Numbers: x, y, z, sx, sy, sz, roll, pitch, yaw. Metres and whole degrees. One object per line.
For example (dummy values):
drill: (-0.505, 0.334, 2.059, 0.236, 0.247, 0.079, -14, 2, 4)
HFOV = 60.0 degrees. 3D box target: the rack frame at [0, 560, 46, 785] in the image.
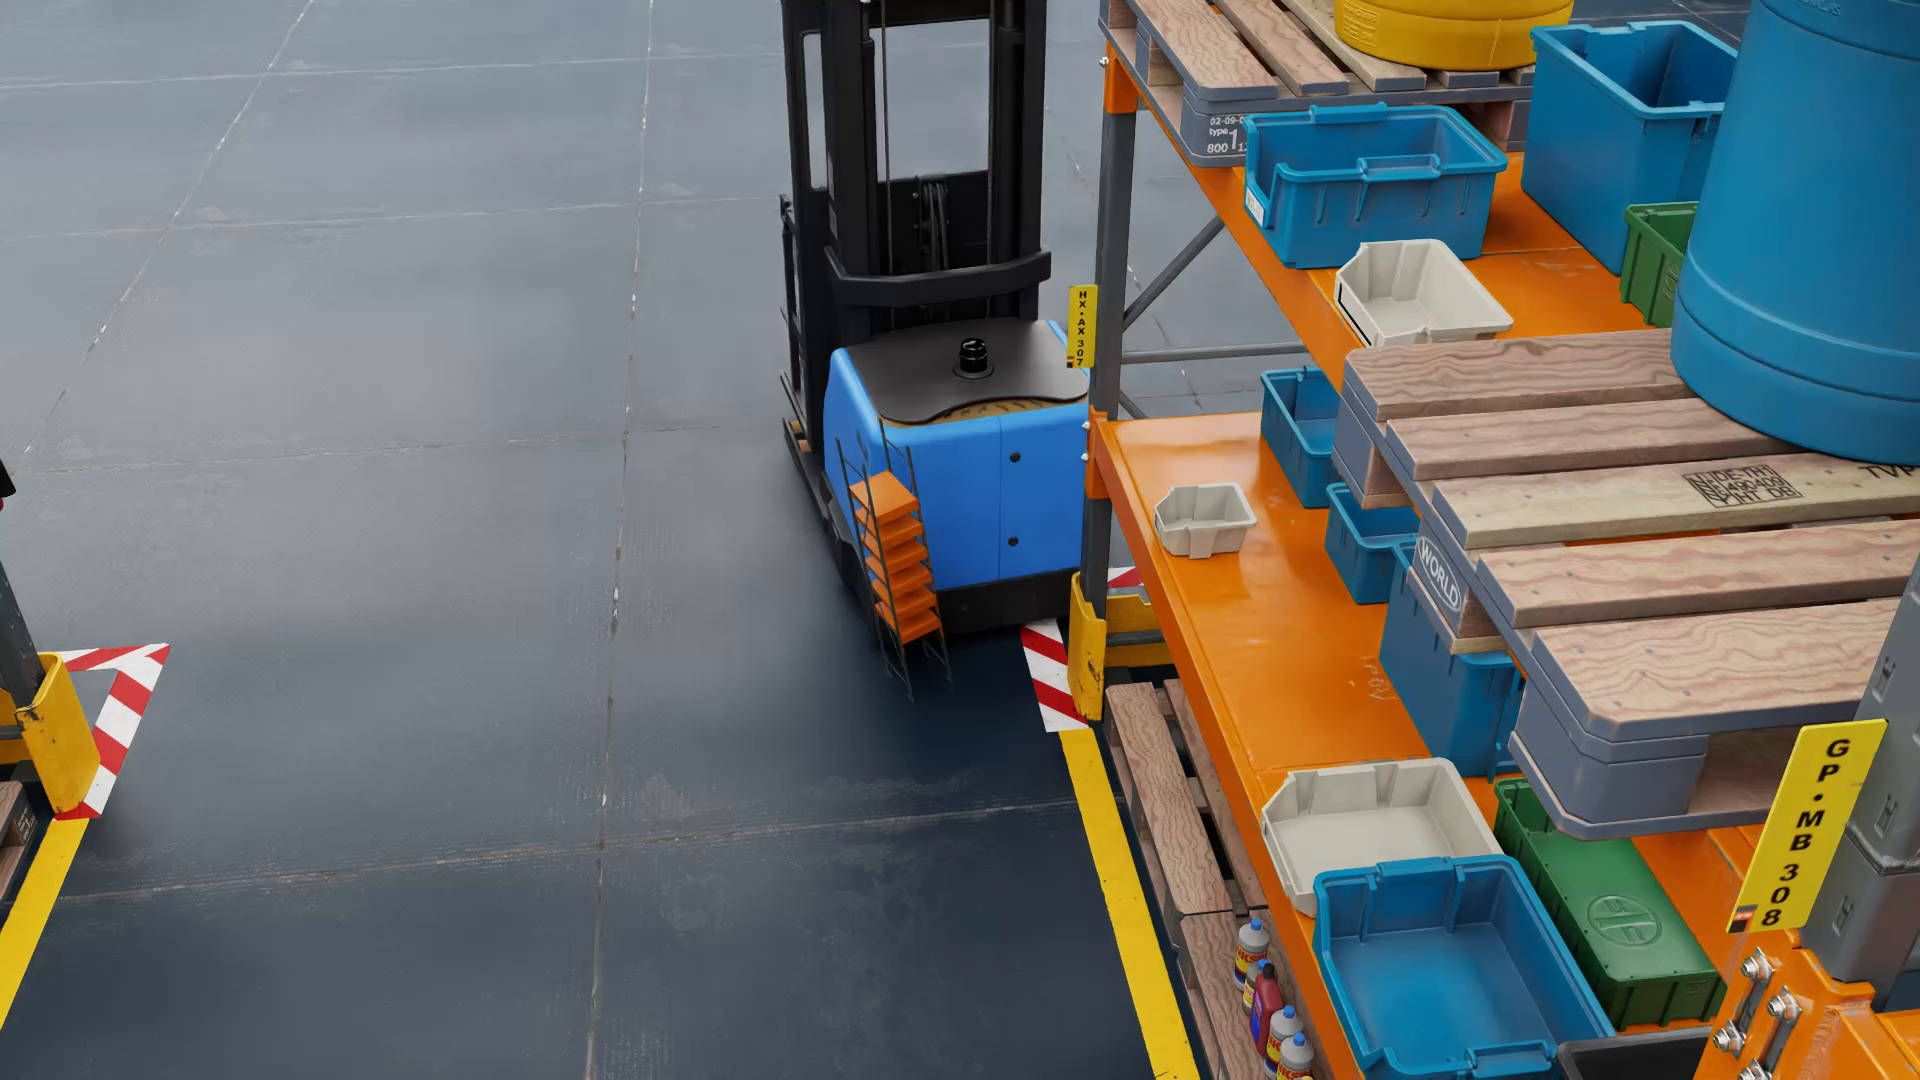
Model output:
rack frame: (-3.925, -0.313, 5.545, 1.000, 3.000, 0.127, -4, 35, -6)

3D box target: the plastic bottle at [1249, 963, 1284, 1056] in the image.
plastic bottle: (0.930, 1.416, 5.030, 0.061, 0.283, 0.133, -4, 34, -6)

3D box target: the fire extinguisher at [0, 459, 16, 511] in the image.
fire extinguisher: (-3.484, -0.379, 5.712, 0.296, 0.674, 0.183, -4, 35, -6)

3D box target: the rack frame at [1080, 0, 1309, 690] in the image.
rack frame: (0.983, -0.688, 6.096, 1.000, 3.000, 0.127, -4, 35, -6)

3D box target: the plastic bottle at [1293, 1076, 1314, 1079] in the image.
plastic bottle: (0.991, 1.625, 4.797, 0.097, 0.201, 0.097, 0, 34, 0)

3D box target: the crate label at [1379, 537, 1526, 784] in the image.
crate label: (1.498, 0.304, 4.608, 0.502, 0.435, 0.616, -4, 35, -6)

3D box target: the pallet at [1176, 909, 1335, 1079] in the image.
pallet: (1.304, 1.637, 5.161, 1.003, 0.211, 1.213, -4, 35, -6)

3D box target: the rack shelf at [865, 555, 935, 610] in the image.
rack shelf: (-0.242, 0.136, 6.549, 0.180, 0.103, 0.258, -25, 41, -18)

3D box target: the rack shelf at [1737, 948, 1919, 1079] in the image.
rack shelf: (1.790, 1.718, 0.540, 1.077, 0.370, 4.000, -4, 35, -6)

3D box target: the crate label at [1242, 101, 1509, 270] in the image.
crate label: (0.907, -0.796, 3.723, 0.502, 0.251, 0.408, -4, 35, -6)

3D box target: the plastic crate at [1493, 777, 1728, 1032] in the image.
plastic crate: (1.618, 0.853, 4.023, 0.450, 0.188, 0.662, -4, 35, -6)

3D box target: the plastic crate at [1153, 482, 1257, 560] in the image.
plastic crate: (0.784, -0.055, 5.401, 0.298, 0.136, 0.250, -4, 35, -6)

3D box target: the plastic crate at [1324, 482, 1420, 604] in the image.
plastic crate: (1.428, -0.007, 5.228, 0.499, 0.251, 0.408, -4, 35, -6)

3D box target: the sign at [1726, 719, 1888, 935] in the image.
sign: (0.974, 0.337, 1.921, 0.100, 0.325, 0.005, -4, 35, -6)

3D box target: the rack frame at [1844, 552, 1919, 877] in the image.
rack frame: (1.521, -0.935, 1.131, 1.000, 3.000, 0.127, -4, 35, -6)

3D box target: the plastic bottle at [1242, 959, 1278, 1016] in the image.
plastic bottle: (0.932, 1.380, 5.156, 0.097, 0.201, 0.097, 0, 34, 0)

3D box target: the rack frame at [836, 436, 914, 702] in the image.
rack frame: (-0.326, 0.138, 6.493, 0.006, 1.200, 0.240, -25, 41, -18)

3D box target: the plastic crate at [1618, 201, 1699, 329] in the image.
plastic crate: (1.578, -0.509, 3.357, 0.336, 0.188, 0.450, -4, 35, -6)

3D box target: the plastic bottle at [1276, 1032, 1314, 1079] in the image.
plastic bottle: (0.977, 1.540, 4.858, 0.097, 0.271, 0.097, 0, 34, 0)

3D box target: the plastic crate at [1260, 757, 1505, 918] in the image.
plastic crate: (1.051, 0.766, 4.196, 0.530, 0.136, 0.437, -4, 35, -6)

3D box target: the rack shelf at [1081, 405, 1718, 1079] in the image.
rack shelf: (1.252, 0.726, 4.660, 1.077, 0.370, 4.000, -4, 35, -6)

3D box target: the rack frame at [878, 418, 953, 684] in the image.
rack frame: (-0.168, 0.065, 6.550, 0.006, 1.200, 0.240, -25, 41, -18)

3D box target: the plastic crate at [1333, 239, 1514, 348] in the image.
plastic crate: (0.904, -0.451, 3.319, 0.243, 0.136, 0.396, -4, 35, -6)

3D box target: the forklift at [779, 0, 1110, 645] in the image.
forklift: (-0.257, -1.598, 7.493, 1.130, 2.935, 3.031, -9, 35, -13)

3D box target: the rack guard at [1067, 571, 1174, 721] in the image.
rack guard: (1.039, 0.384, 6.742, 1.175, 0.500, 0.348, -4, 35, -6)

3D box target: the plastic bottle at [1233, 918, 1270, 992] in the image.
plastic bottle: (0.918, 1.293, 5.221, 0.097, 0.271, 0.097, 0, 34, 0)

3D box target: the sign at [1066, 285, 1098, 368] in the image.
sign: (0.437, -0.763, 5.960, 0.100, 0.325, 0.005, -4, 35, -6)

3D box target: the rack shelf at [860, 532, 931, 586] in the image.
rack shelf: (-0.257, 0.043, 6.475, 0.180, 0.103, 0.258, -25, 41, -18)

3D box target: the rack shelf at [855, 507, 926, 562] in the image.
rack shelf: (-0.273, -0.050, 6.401, 0.180, 0.103, 0.258, -25, 41, -18)

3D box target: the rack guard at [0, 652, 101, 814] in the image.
rack guard: (-3.915, 0.763, 6.187, 1.175, 0.500, 0.348, -4, 35, -6)

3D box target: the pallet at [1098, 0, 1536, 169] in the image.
pallet: (0.997, -1.380, 4.616, 1.003, 0.211, 1.213, -4, 35, -6)

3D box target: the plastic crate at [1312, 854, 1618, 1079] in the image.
plastic crate: (1.103, 1.009, 3.738, 0.499, 0.251, 0.616, -4, 35, -6)

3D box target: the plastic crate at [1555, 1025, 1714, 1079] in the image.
plastic crate: (1.576, 1.268, 3.280, 0.767, 0.338, 0.504, -4, 35, -6)

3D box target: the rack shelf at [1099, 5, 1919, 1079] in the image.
rack shelf: (1.252, -0.514, 3.816, 1.077, 0.370, 4.000, -4, 35, -6)

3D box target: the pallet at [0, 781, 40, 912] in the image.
pallet: (-3.841, 1.338, 5.599, 1.003, 0.211, 1.213, -4, 35, -6)

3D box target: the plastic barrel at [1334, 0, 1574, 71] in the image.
plastic barrel: (1.262, -1.552, 4.160, 0.600, 0.588, 0.600, 0, 34, 0)

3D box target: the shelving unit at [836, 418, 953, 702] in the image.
shelving unit: (-0.247, 0.101, 6.521, 0.189, 1.200, 0.258, -25, 41, -18)

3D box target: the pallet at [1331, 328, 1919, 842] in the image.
pallet: (1.327, -0.012, 2.609, 1.213, 0.211, 1.003, -4, 35, -6)

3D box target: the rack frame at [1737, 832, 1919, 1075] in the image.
rack frame: (1.521, 1.544, 2.820, 1.000, 3.000, 0.127, -4, 35, -6)

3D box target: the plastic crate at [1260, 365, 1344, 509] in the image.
plastic crate: (1.346, -0.370, 5.761, 0.499, 0.251, 0.616, -4, 35, -6)

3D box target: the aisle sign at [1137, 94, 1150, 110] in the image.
aisle sign: (0.683, -1.780, 5.390, 0.394, 0.787, 0.004, -4, 35, -6)

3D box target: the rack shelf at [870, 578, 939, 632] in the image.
rack shelf: (-0.226, 0.229, 6.623, 0.180, 0.103, 0.258, -25, 41, -18)

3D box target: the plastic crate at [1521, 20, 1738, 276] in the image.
plastic crate: (1.537, -0.879, 3.727, 0.392, 0.384, 0.575, -4, 35, -6)

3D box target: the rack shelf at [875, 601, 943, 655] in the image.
rack shelf: (-0.210, 0.322, 6.697, 0.180, 0.103, 0.258, -25, 41, -18)

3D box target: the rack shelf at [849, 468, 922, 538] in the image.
rack shelf: (-0.288, -0.143, 6.327, 0.180, 0.103, 0.258, -25, 41, -18)

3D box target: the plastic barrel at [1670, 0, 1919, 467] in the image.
plastic barrel: (1.493, -0.639, 2.543, 0.600, 0.901, 0.708, -4, 35, -6)

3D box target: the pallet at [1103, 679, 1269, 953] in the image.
pallet: (1.143, 0.957, 6.158, 1.003, 0.211, 1.213, -4, 35, -6)

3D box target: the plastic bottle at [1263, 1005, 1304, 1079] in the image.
plastic bottle: (0.964, 1.485, 4.940, 0.097, 0.271, 0.097, 0, 34, 0)
